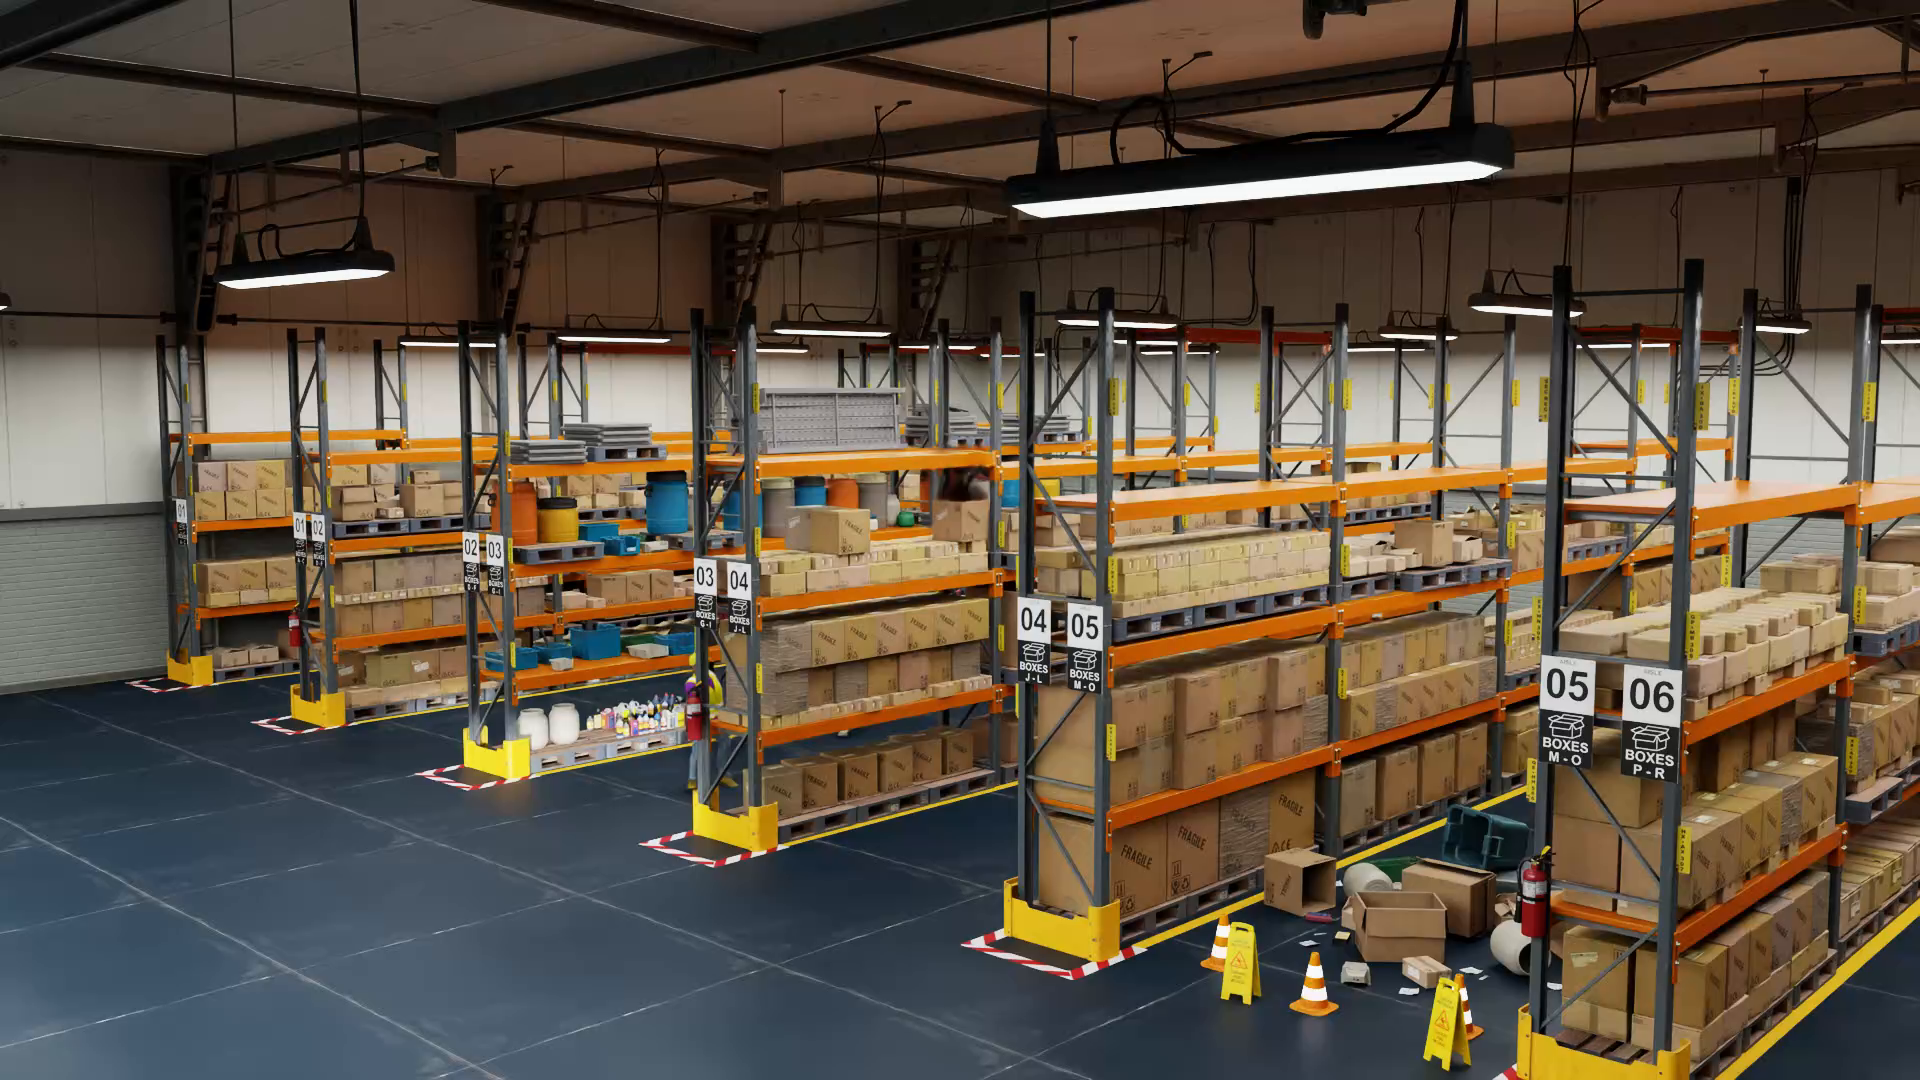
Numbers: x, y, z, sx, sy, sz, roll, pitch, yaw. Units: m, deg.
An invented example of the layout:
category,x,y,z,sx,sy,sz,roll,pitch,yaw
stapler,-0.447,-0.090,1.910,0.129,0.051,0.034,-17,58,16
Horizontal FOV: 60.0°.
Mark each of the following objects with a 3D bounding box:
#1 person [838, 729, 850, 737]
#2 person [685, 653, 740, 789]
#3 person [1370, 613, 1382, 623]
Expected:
category,x,y,z,sx,sy,sz,roll,pitch,yaw
person,-1.658,1.997,24.599,0.512,1.719,0.912,3,6,25
person,-3.187,2.313,21.241,0.694,1.801,0.480,-5,8,-45
person,6.496,1.915,25.935,0.532,1.682,0.420,-3,6,-25
